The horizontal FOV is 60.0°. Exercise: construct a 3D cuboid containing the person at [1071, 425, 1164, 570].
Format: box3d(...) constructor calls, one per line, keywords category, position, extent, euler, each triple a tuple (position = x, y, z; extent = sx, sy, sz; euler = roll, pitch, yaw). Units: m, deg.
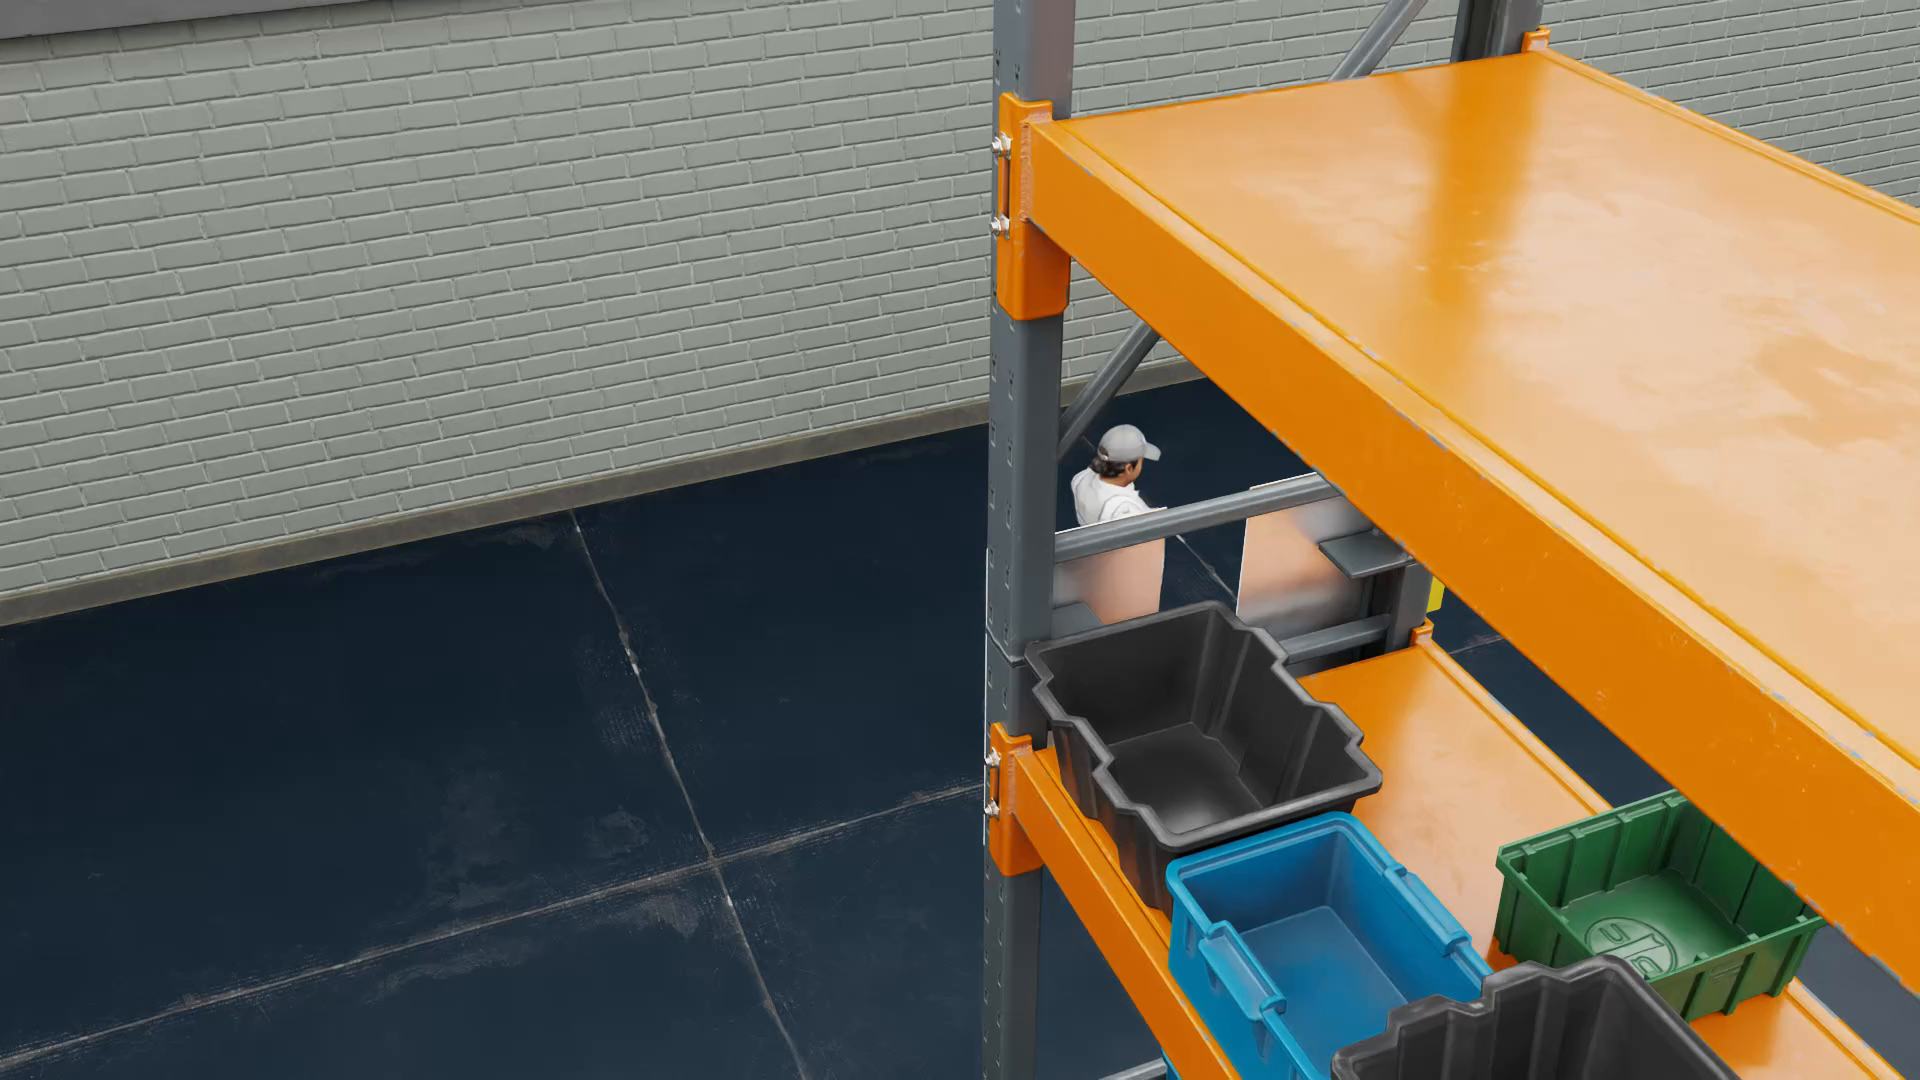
box3d(category="person", position=(0.658, 0.241, 7.171), extent=(0.390, 1.658, 0.470), euler=(-12, 36, -18))
